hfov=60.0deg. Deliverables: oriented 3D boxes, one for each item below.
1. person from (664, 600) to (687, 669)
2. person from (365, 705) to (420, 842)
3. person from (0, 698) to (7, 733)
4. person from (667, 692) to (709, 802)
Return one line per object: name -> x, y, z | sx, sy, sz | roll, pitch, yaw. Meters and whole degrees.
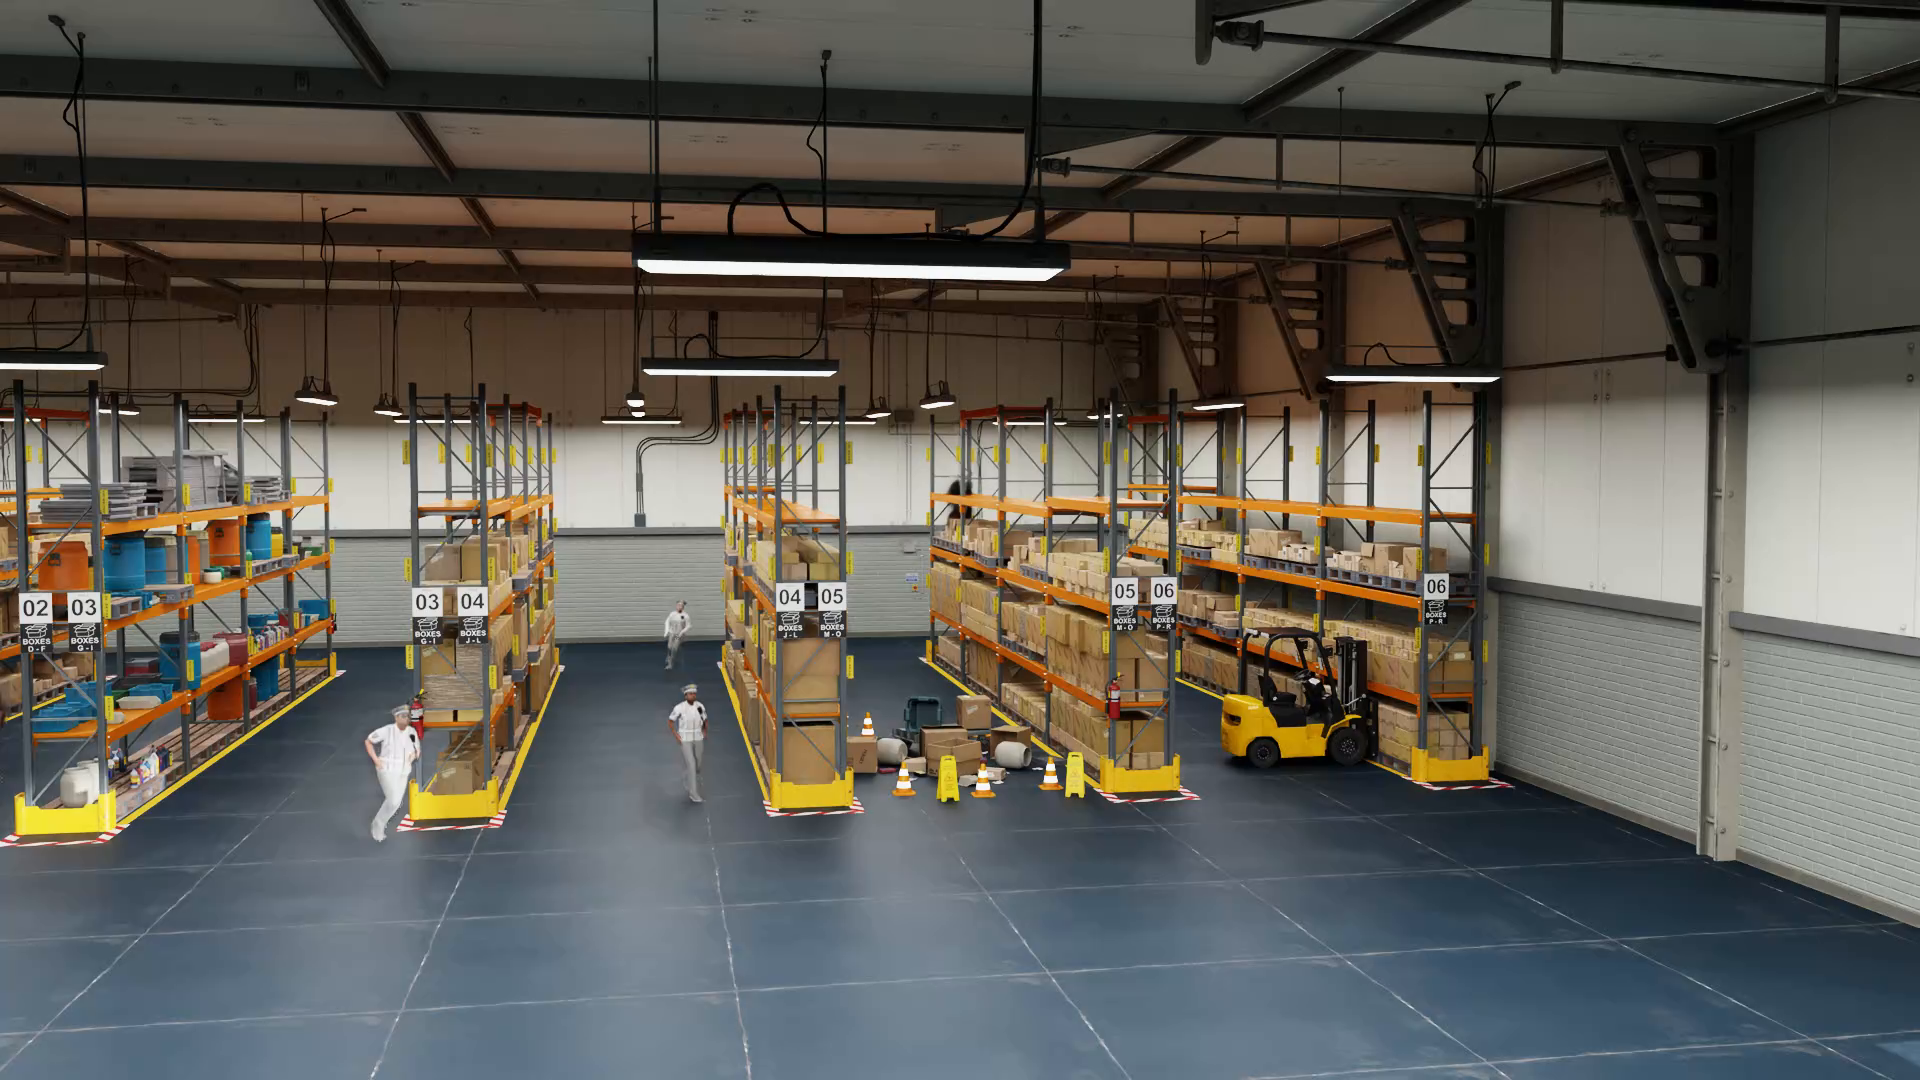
person -> -6.667, 2.218, 38.939 | 0.556, 1.618, 0.489 | 0, 3, 1
person -> -7.386, 3.033, 21.758 | 0.650, 1.756, 0.681 | 2, 3, 34
person -> -14.450, 2.885, 24.471 | 0.714, 1.742, 0.635 | -1, 3, -26
person -> -3.955, 2.950, 24.271 | 0.596, 1.645, 0.766 | -2, 3, -33
